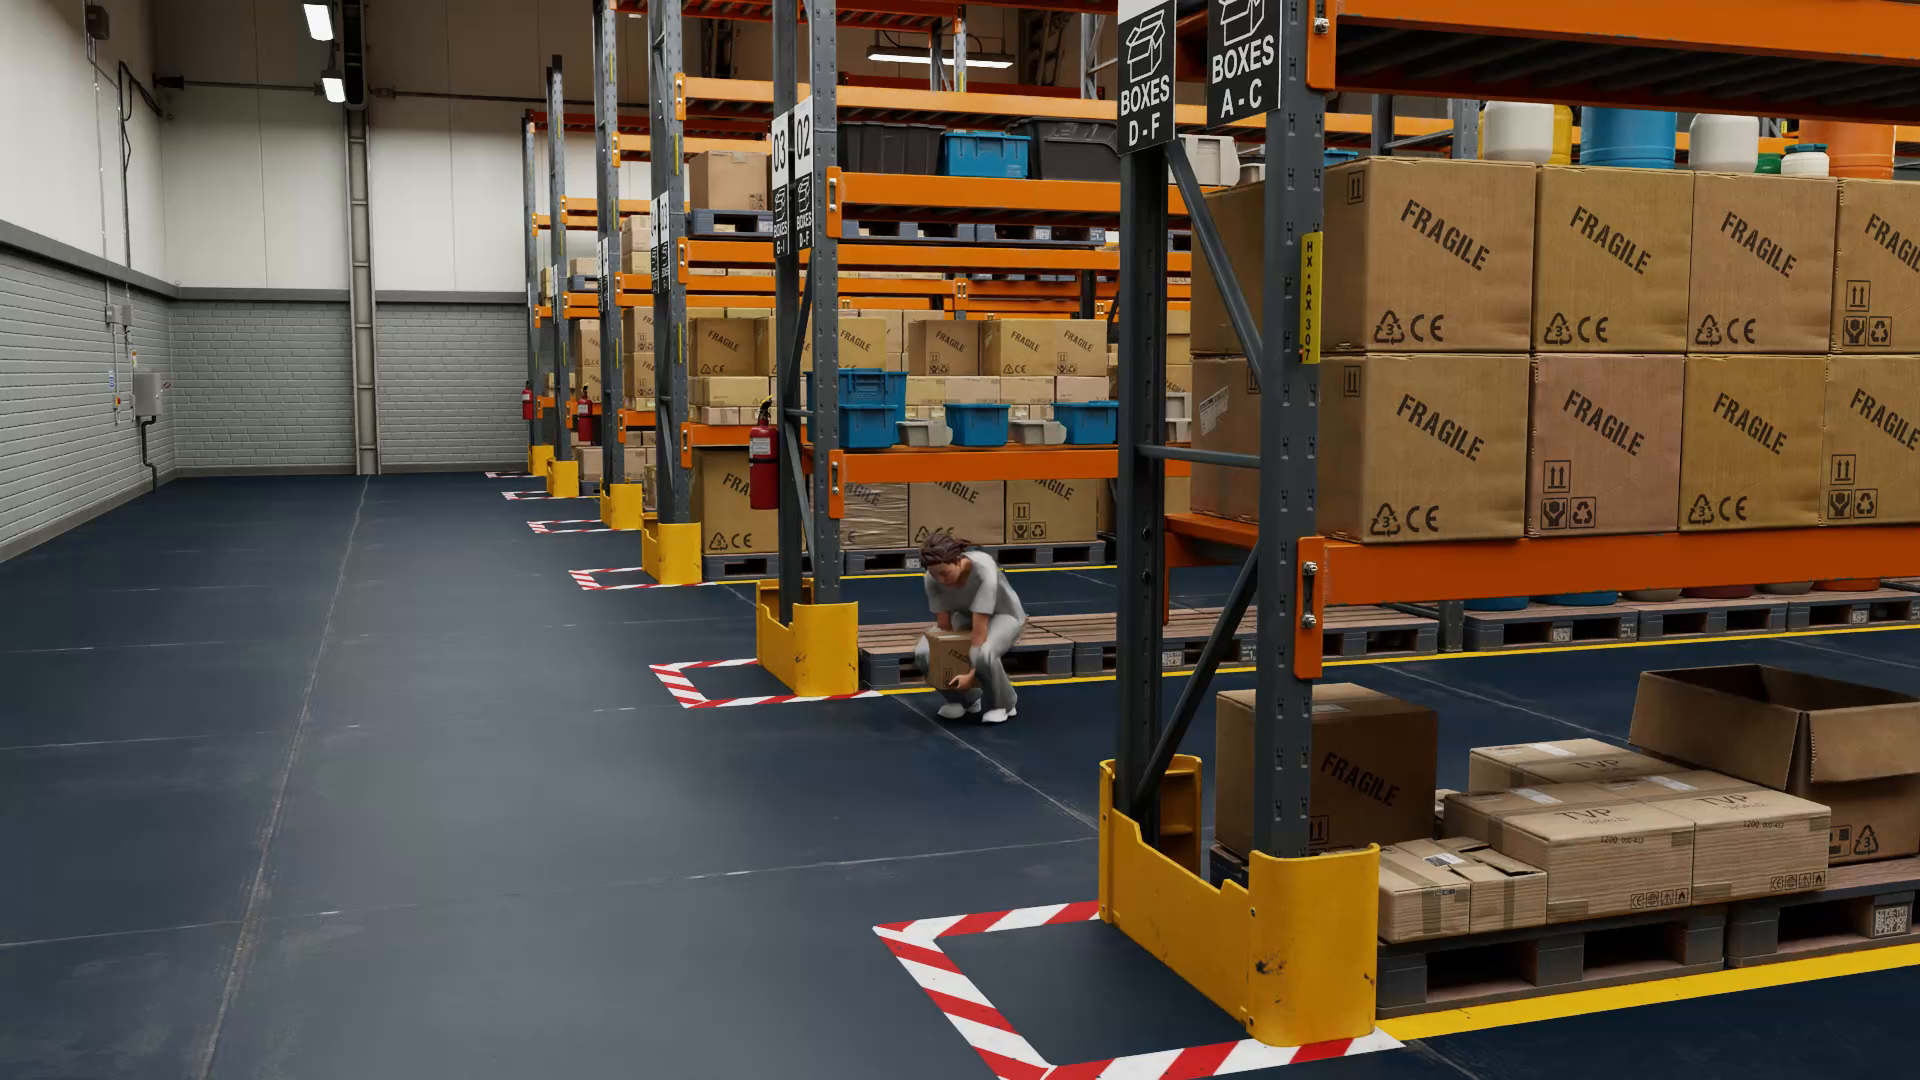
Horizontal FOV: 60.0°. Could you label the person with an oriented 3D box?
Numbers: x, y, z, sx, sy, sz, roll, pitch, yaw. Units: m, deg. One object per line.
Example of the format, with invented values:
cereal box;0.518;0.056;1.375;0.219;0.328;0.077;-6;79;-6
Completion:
person;0.035;0.428;8.304;0.459;0.979;0.774;4;7;33
